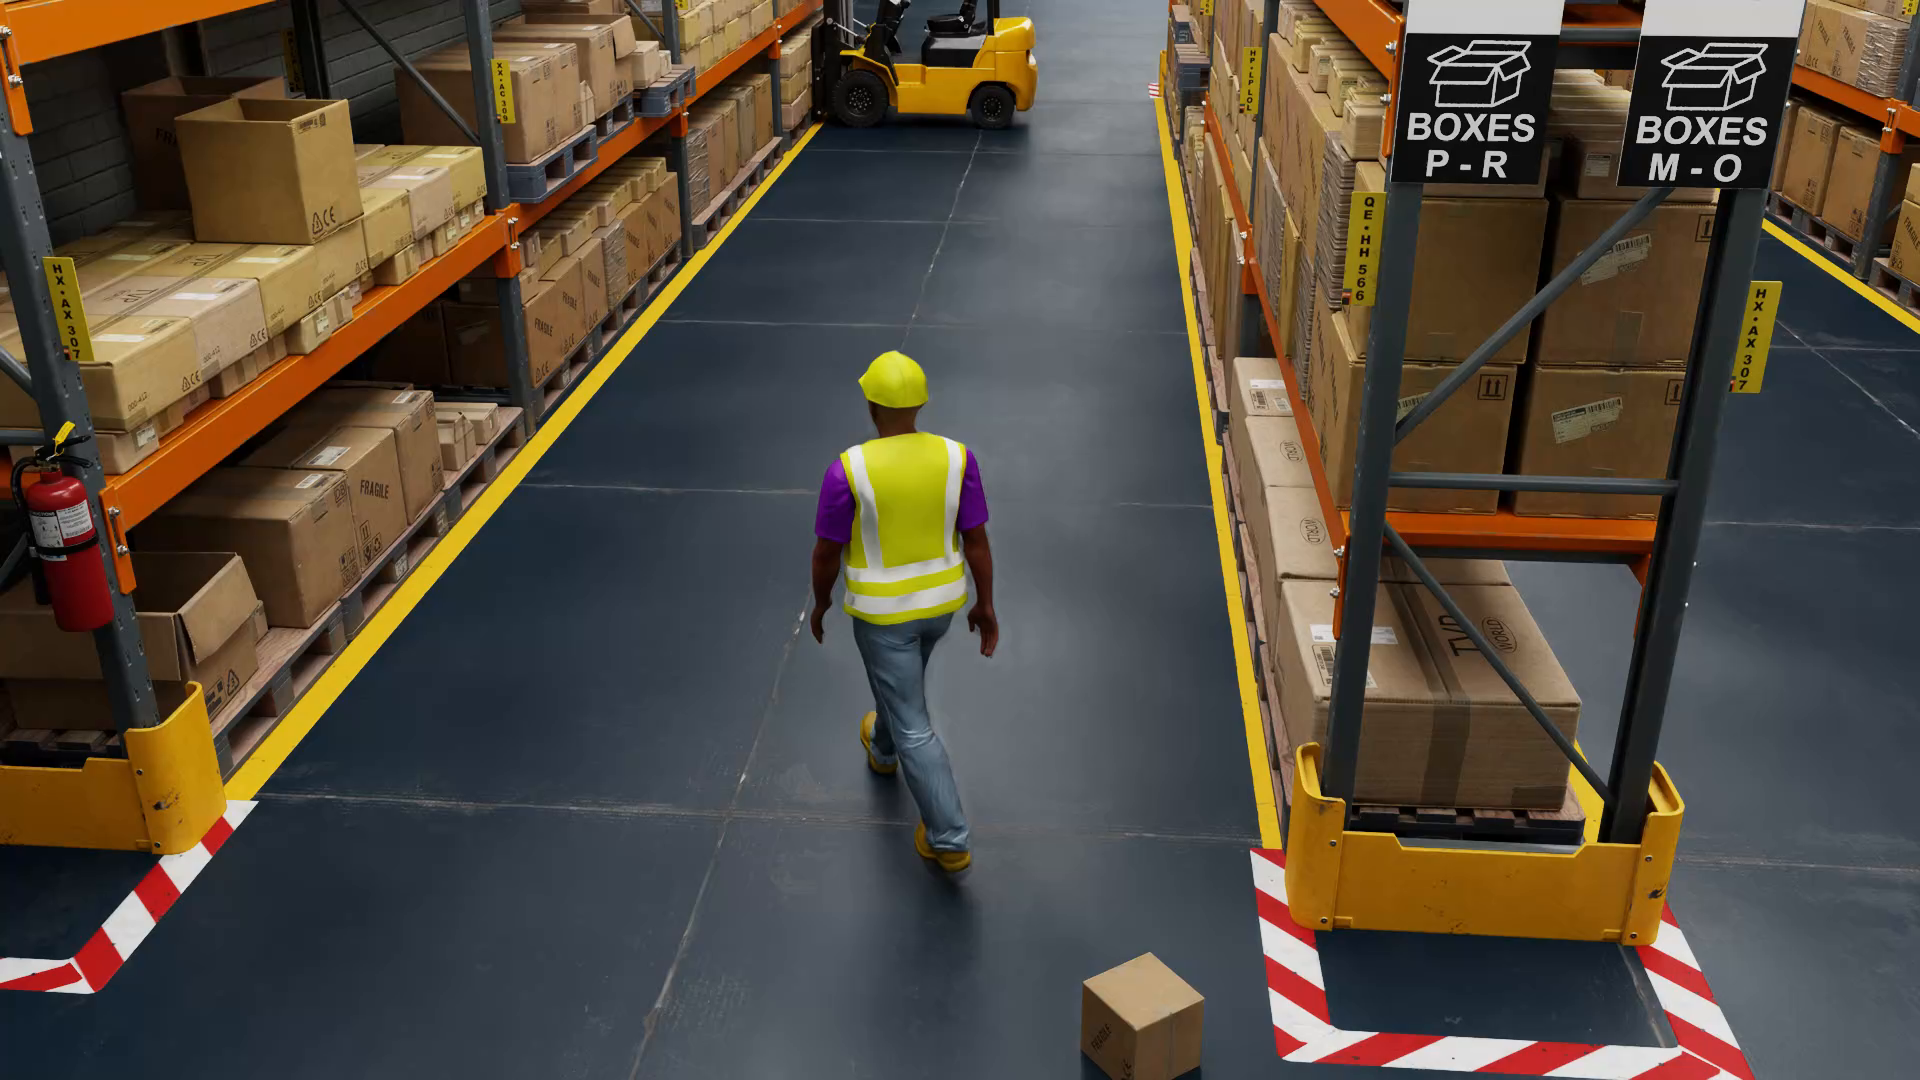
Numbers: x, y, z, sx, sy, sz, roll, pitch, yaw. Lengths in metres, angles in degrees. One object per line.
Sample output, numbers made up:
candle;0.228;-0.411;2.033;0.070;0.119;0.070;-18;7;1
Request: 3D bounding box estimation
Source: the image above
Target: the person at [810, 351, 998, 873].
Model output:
person;-0.206;0.203;5.660;0.582;1.719;1.079;-12;27;-25
